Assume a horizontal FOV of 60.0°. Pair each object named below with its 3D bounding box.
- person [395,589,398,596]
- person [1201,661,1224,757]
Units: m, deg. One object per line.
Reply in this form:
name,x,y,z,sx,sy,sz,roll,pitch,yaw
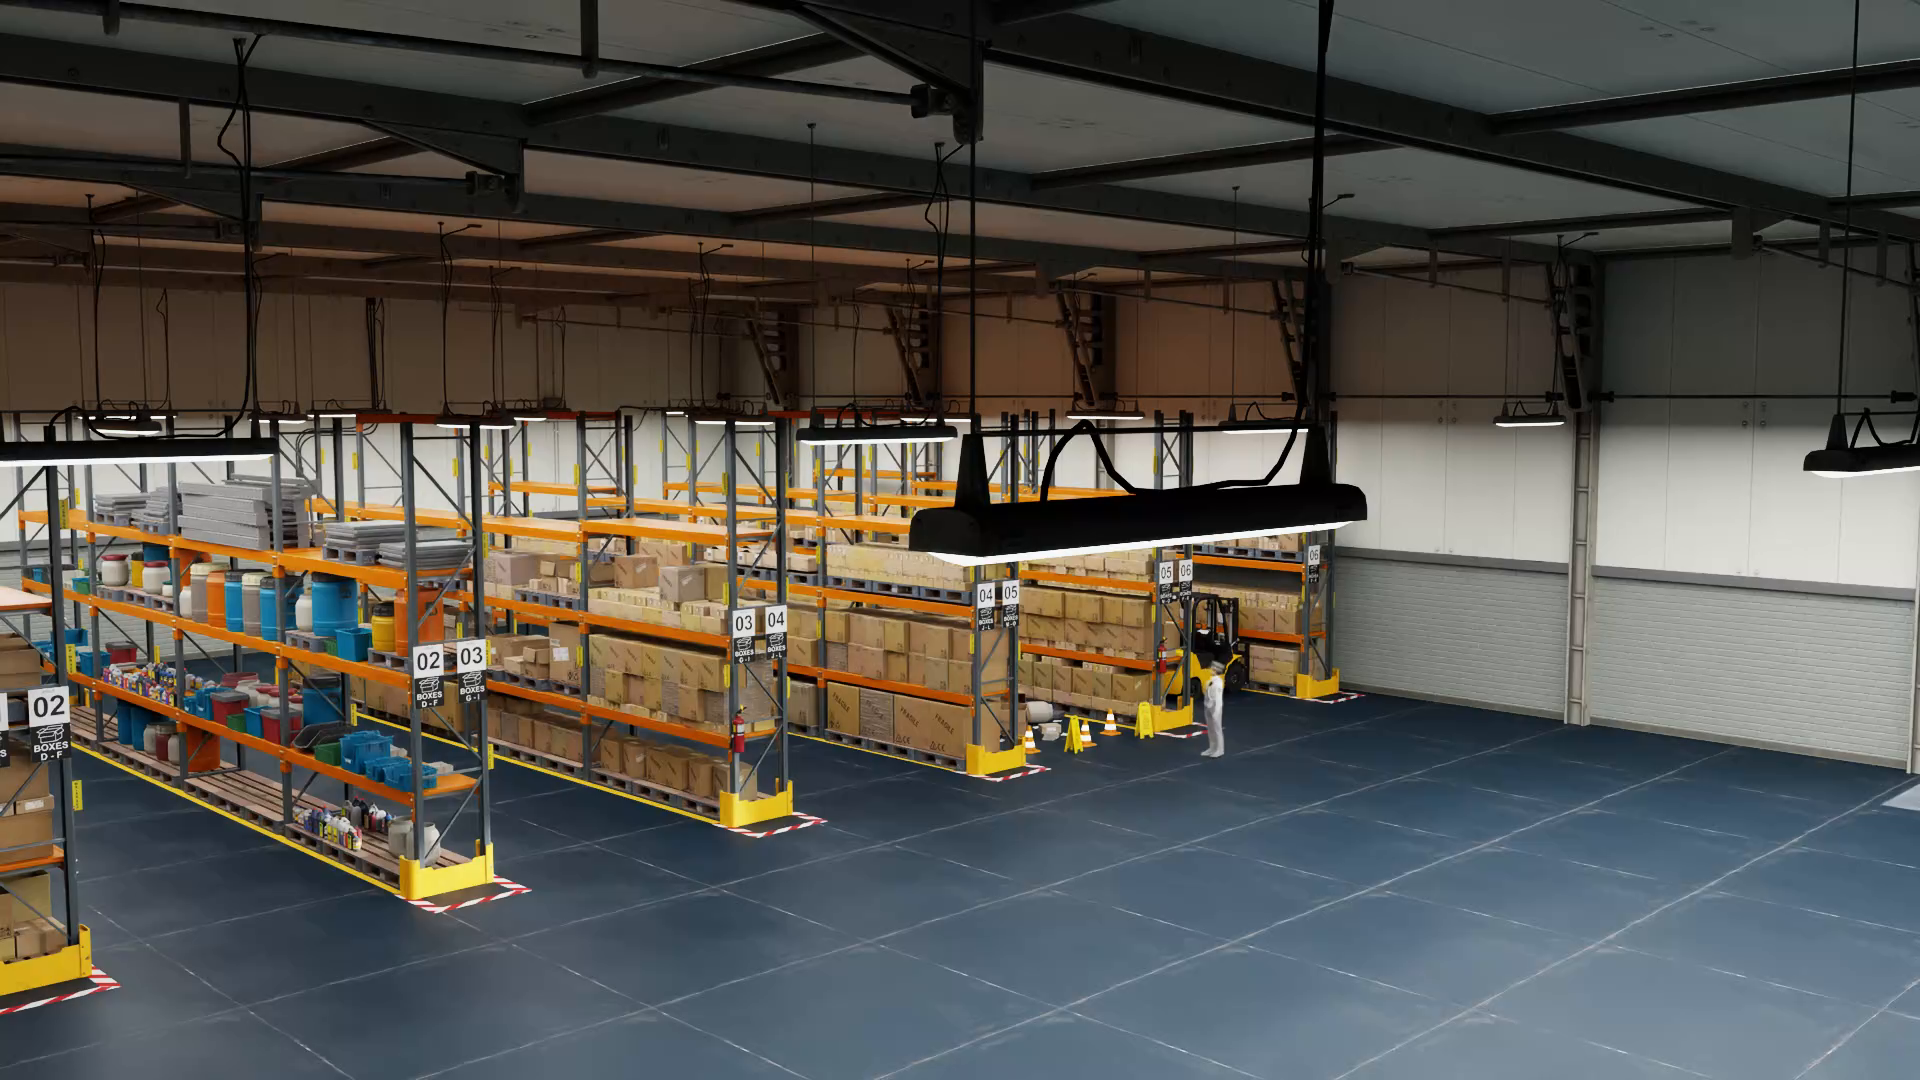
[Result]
person,-13.678,1.992,40.905,0.506,1.605,0.673,-4,6,-39
person,4.431,2.957,29.176,0.427,1.708,0.521,-3,6,-31
